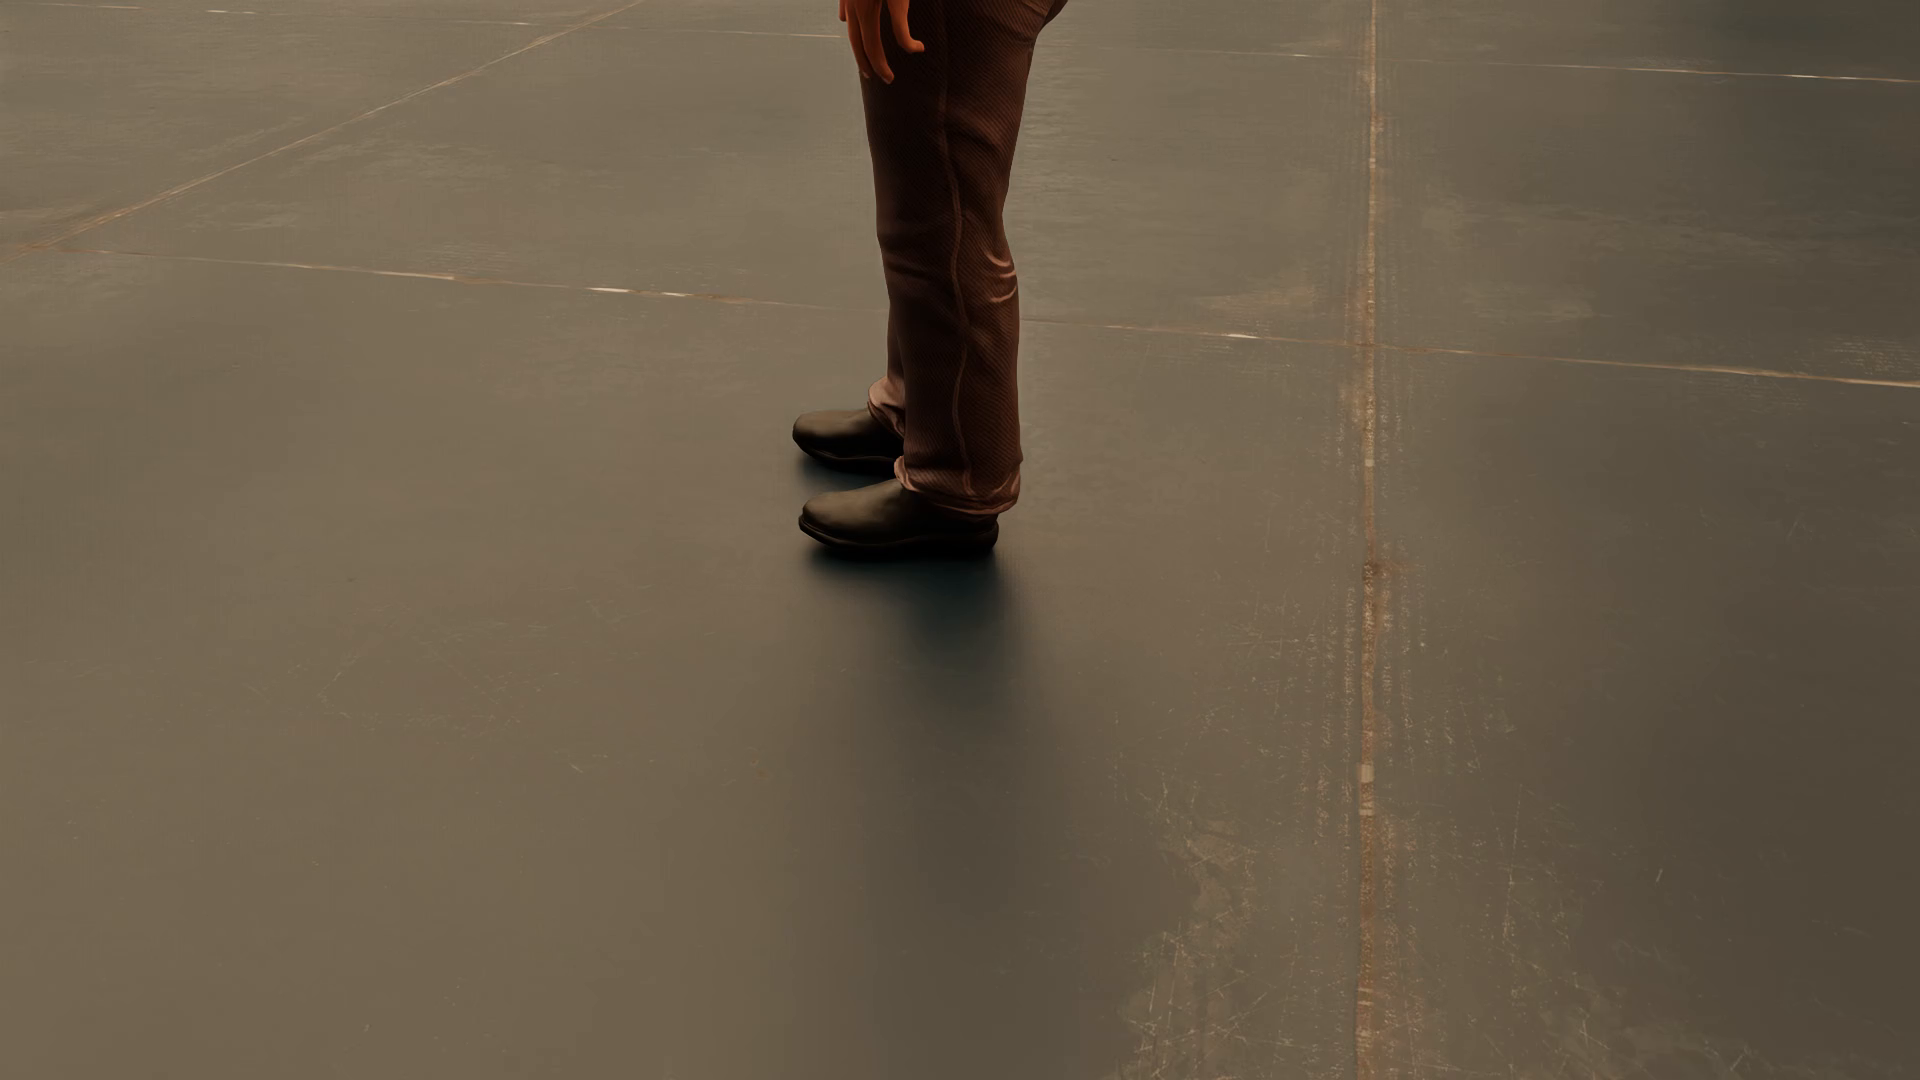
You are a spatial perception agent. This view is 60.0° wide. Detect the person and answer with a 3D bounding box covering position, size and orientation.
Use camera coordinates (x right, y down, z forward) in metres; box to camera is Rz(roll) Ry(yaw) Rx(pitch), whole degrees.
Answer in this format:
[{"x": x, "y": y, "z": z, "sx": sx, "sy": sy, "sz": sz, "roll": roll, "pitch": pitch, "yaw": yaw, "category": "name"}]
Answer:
[{"x": -0.067, "y": -0.786, "z": 2.130, "sx": 0.552, "sy": 1.720, "sz": 0.632, "roll": 6, "pitch": 27, "yaw": 11, "category": "person"}]
